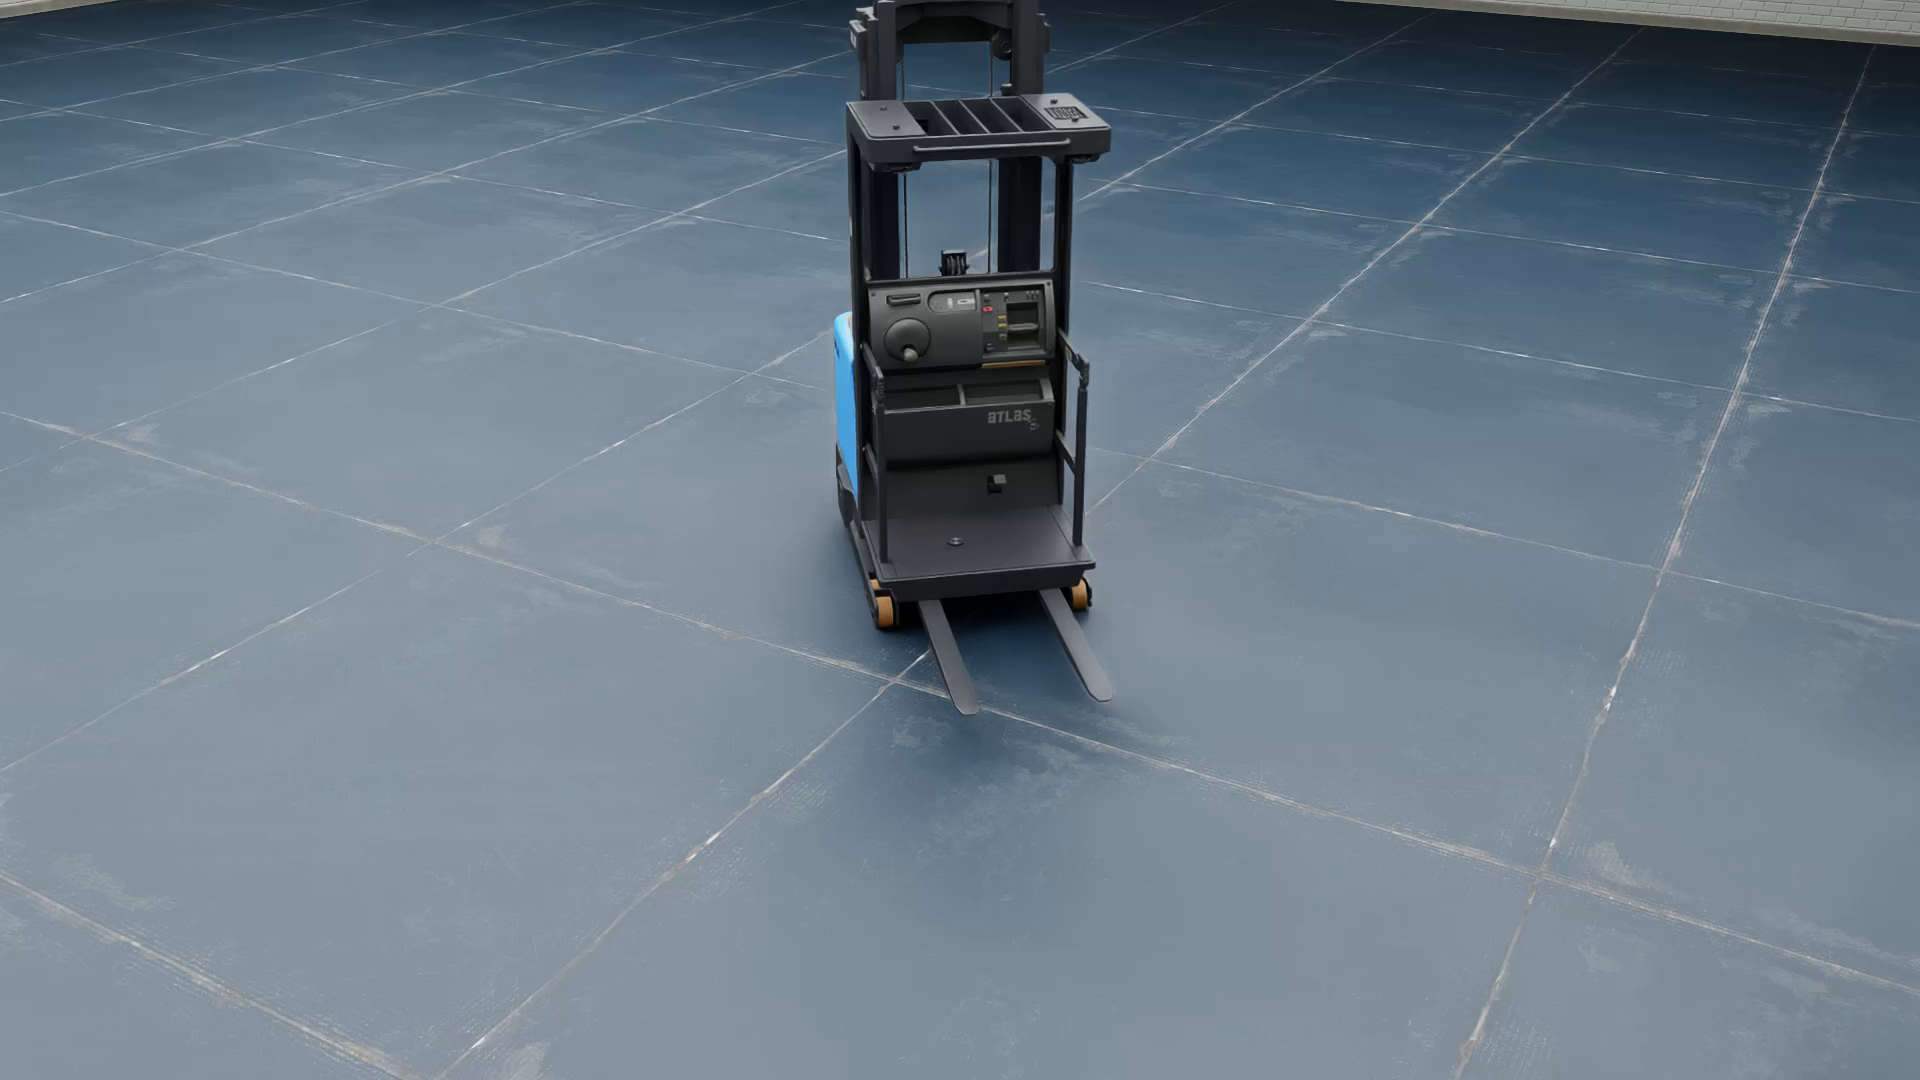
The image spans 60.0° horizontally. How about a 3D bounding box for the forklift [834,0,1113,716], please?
[{"bbox_3d":[0.056,-1.043,8.060,1.130,2.935,3.031,-5,27,-10],"label":"forklift"}]
